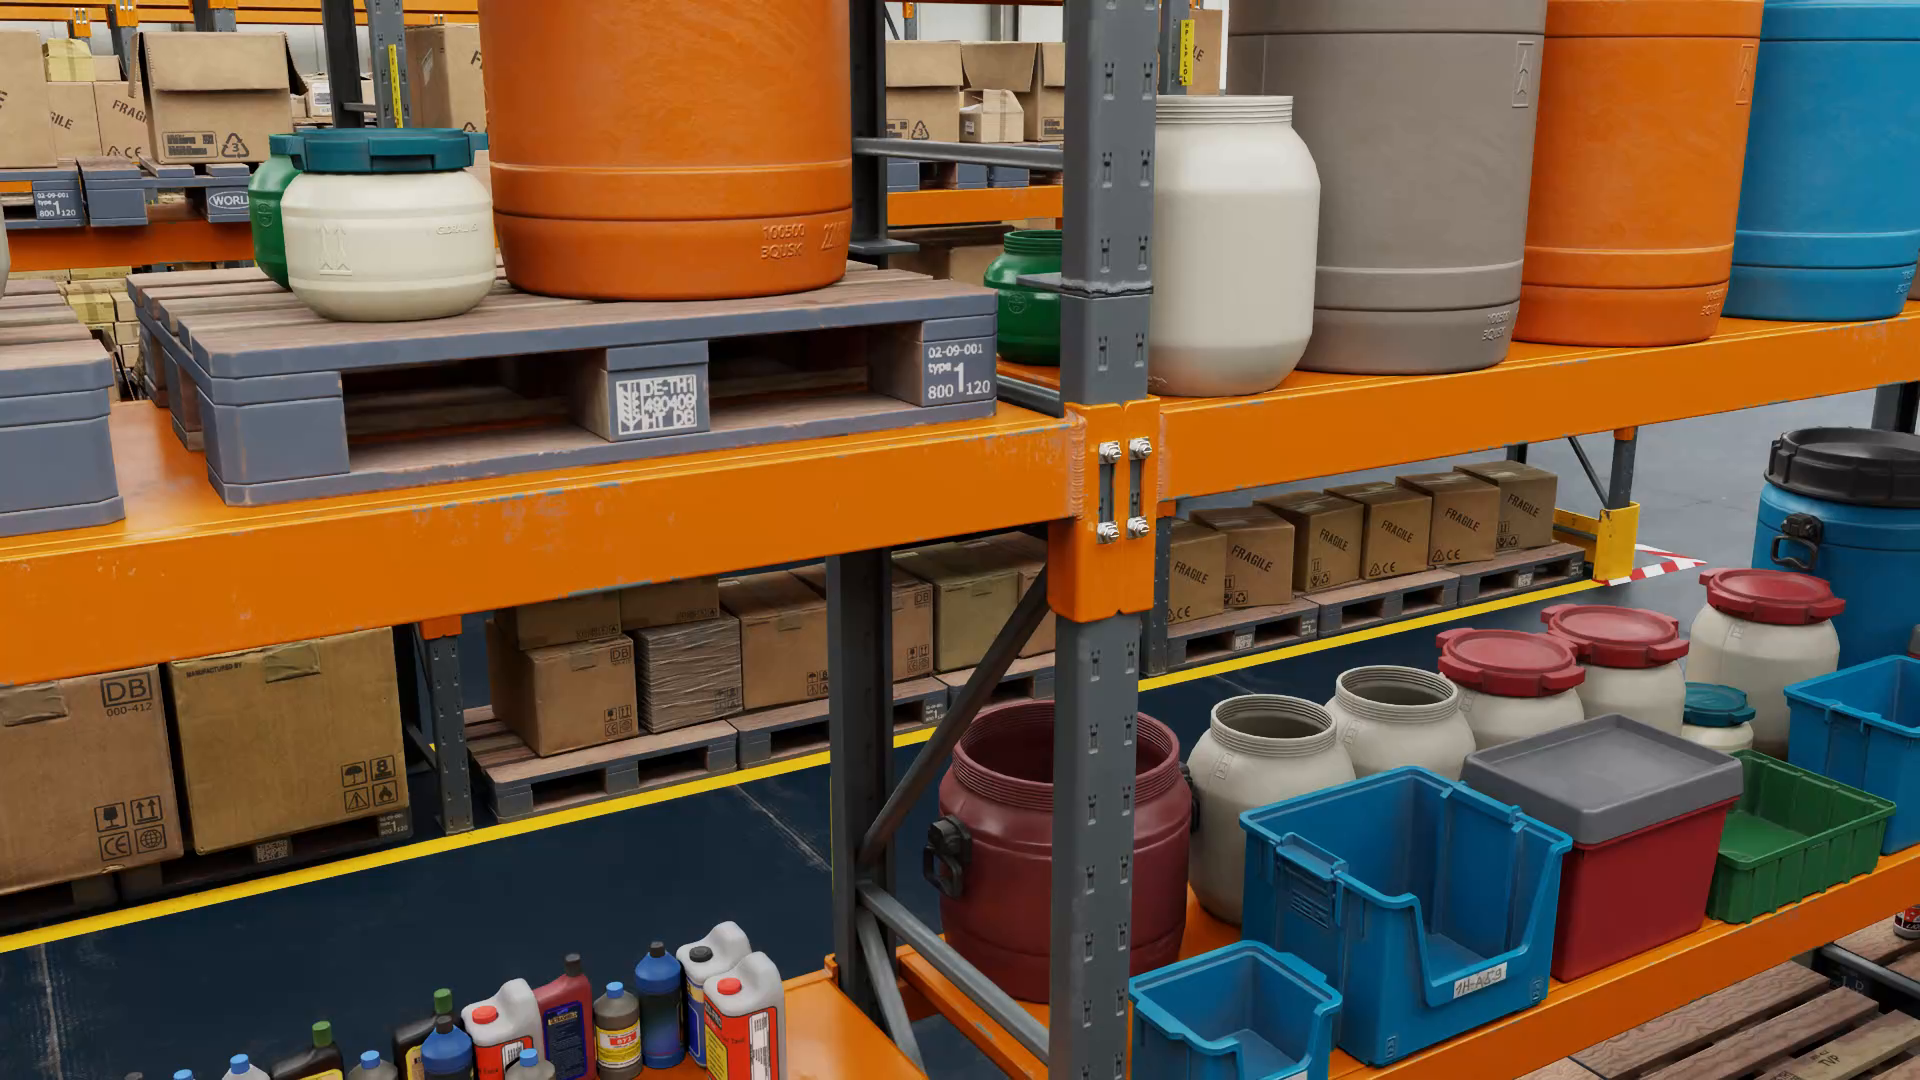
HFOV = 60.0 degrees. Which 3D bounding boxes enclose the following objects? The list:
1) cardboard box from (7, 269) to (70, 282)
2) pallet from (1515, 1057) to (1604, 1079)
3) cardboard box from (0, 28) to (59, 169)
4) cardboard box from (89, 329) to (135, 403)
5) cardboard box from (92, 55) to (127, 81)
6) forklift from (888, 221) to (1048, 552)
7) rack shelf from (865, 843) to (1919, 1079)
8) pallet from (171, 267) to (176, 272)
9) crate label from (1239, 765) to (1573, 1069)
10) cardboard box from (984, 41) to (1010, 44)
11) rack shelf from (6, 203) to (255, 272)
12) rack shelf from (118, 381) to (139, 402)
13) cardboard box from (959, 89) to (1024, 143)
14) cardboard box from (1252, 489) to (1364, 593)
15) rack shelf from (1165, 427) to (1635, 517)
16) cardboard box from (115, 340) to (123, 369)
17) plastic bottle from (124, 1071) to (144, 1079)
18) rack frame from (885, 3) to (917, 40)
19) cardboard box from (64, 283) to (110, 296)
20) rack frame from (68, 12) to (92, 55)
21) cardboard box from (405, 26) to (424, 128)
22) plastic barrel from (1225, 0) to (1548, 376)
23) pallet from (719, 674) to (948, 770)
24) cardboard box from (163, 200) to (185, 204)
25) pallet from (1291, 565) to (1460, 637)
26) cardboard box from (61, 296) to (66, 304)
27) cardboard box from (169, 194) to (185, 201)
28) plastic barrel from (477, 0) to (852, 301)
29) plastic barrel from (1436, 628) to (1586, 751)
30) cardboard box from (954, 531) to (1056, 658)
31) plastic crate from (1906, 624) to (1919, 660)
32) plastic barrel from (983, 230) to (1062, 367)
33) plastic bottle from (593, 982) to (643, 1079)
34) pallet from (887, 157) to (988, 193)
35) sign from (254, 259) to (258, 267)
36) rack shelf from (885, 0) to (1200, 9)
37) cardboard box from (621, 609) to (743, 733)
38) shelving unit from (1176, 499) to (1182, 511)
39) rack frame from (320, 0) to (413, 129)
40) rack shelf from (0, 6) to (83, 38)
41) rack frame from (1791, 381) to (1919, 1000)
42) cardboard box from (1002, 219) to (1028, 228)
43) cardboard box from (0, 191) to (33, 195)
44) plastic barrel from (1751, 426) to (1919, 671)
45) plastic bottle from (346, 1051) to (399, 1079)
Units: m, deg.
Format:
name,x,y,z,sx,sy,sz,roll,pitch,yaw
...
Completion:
name,x,y,z,sx,sy,sz,roll,pitch,yaw
cardboard box,-8.369,-2.478,15.043,0.500,0.250,0.500,-10,18,-31
pallet,1.736,2.007,4.860,1.213,0.211,1.003,-9,18,-30
cardboard box,-3.723,-1.668,6.281,0.500,0.500,0.500,-8,18,-27
cardboard box,-3.738,-0.558,6.799,0.637,0.503,0.797,-9,18,-28
cardboard box,-7.892,-4.116,15.011,0.637,0.503,0.797,-11,19,-33
forklift,-0.521,-1.318,11.682,3.031,2.935,1.130,-10,19,-32
rack shelf,1.722,1.000,4.619,4.000,0.370,1.077,-9,18,-30
pallet,-7.091,-2.539,16.265,1.003,0.211,1.213,-9,18,-30
crate label,0.999,0.839,3.795,0.616,0.435,0.502,-9,18,-30
cardboard box,0.209,-4.073,13.852,0.250,0.149,0.380,-9,18,-30
rack shelf,-4.257,-1.035,6.319,4.000,0.370,1.077,-9,18,-30
rack shelf,-6.725,-0.752,10.868,4.000,0.370,1.077,-9,18,-30
cardboard box,0.131,-2.199,8.610,0.258,0.266,0.396,-8,18,-28
cardboard box,2.228,-0.002,10.711,0.500,0.500,0.500,-11,19,-35
rack shelf,2.600,-0.702,10.691,4.000,0.370,1.077,-9,18,-30
cardboard box,-5.631,-1.213,10.866,0.250,0.149,0.380,-9,18,-29
plastic bottle,-1.544,1.123,3.063,0.133,0.283,0.061,-9,18,-30
rack frame,-0.789,-6.508,18.955,0.127,3.000,1.000,-9,18,-30
cardboard box,-5.948,-1.654,11.336,0.250,0.149,0.380,-9,18,-30
rack frame,-10.206,-6.544,19.083,0.127,3.000,1.000,-9,18,-30
cardboard box,-2.263,-2.072,7.576,0.500,0.500,0.500,-9,18,-28
plastic barrel,0.823,-0.818,3.286,0.600,0.901,0.600,0,16,0
pallet,-0.828,0.851,8.982,1.213,0.211,1.003,-9,18,-30
cardboard box,-7.400,-3.029,16.142,0.500,0.500,0.500,-10,18,-31
pallet,2.490,0.300,10.949,1.213,0.211,1.003,-9,18,-30
cardboard box,-5.863,-1.461,10.650,0.250,0.149,0.380,-9,18,-28
cardboard box,-9.346,-4.071,19.989,0.250,0.149,0.380,-9,18,-28
plastic barrel,-0.480,-0.844,2.732,0.708,0.830,0.600,-9,18,-30
plastic barrel,1.504,0.554,4.624,0.433,0.535,0.433,0,16,0
cardboard box,0.348,0.301,9.593,0.500,0.500,0.700,-11,19,-34
plastic crate,3.179,0.483,5.013,0.583,0.464,0.402,-9,18,-30
plastic barrel,0.193,-0.484,3.311,0.294,0.245,0.294,0,16,0
plastic bottle,-0.727,1.036,3.526,0.097,0.201,0.097,0,16,0
pallet,-0.586,-1.919,8.487,1.003,0.211,1.213,-9,18,-30
sign,-4.723,-1.771,11.173,0.005,0.325,0.100,-9,18,-30
rack shelf,0.132,-4.560,14.079,4.000,0.370,1.077,-9,18,-30
cardboard box,-1.510,0.599,8.531,0.500,0.500,0.700,-11,19,-34
shelving unit,1.191,-0.939,12.980,1.048,1.500,0.538,-10,19,-32
rack frame,-2.543,-3.103,6.809,0.127,3.000,1.000,-9,18,-30
rack shelf,-11.921,-5.727,18.242,4.000,0.370,1.077,-9,18,-30
rack frame,3.437,0.375,5.514,0.127,3.000,1.000,-9,18,-30
cardboard box,0.147,-2.790,14.527,0.500,0.550,0.875,-9,18,-30
cardboard box,-8.616,-2.954,15.353,0.500,0.500,0.500,-9,18,-29
plastic barrel,2.949,0.117,5.505,0.708,0.901,0.600,-9,18,-30
plastic bottle,-1.154,1.105,3.279,0.097,0.201,0.097,0,16,0
